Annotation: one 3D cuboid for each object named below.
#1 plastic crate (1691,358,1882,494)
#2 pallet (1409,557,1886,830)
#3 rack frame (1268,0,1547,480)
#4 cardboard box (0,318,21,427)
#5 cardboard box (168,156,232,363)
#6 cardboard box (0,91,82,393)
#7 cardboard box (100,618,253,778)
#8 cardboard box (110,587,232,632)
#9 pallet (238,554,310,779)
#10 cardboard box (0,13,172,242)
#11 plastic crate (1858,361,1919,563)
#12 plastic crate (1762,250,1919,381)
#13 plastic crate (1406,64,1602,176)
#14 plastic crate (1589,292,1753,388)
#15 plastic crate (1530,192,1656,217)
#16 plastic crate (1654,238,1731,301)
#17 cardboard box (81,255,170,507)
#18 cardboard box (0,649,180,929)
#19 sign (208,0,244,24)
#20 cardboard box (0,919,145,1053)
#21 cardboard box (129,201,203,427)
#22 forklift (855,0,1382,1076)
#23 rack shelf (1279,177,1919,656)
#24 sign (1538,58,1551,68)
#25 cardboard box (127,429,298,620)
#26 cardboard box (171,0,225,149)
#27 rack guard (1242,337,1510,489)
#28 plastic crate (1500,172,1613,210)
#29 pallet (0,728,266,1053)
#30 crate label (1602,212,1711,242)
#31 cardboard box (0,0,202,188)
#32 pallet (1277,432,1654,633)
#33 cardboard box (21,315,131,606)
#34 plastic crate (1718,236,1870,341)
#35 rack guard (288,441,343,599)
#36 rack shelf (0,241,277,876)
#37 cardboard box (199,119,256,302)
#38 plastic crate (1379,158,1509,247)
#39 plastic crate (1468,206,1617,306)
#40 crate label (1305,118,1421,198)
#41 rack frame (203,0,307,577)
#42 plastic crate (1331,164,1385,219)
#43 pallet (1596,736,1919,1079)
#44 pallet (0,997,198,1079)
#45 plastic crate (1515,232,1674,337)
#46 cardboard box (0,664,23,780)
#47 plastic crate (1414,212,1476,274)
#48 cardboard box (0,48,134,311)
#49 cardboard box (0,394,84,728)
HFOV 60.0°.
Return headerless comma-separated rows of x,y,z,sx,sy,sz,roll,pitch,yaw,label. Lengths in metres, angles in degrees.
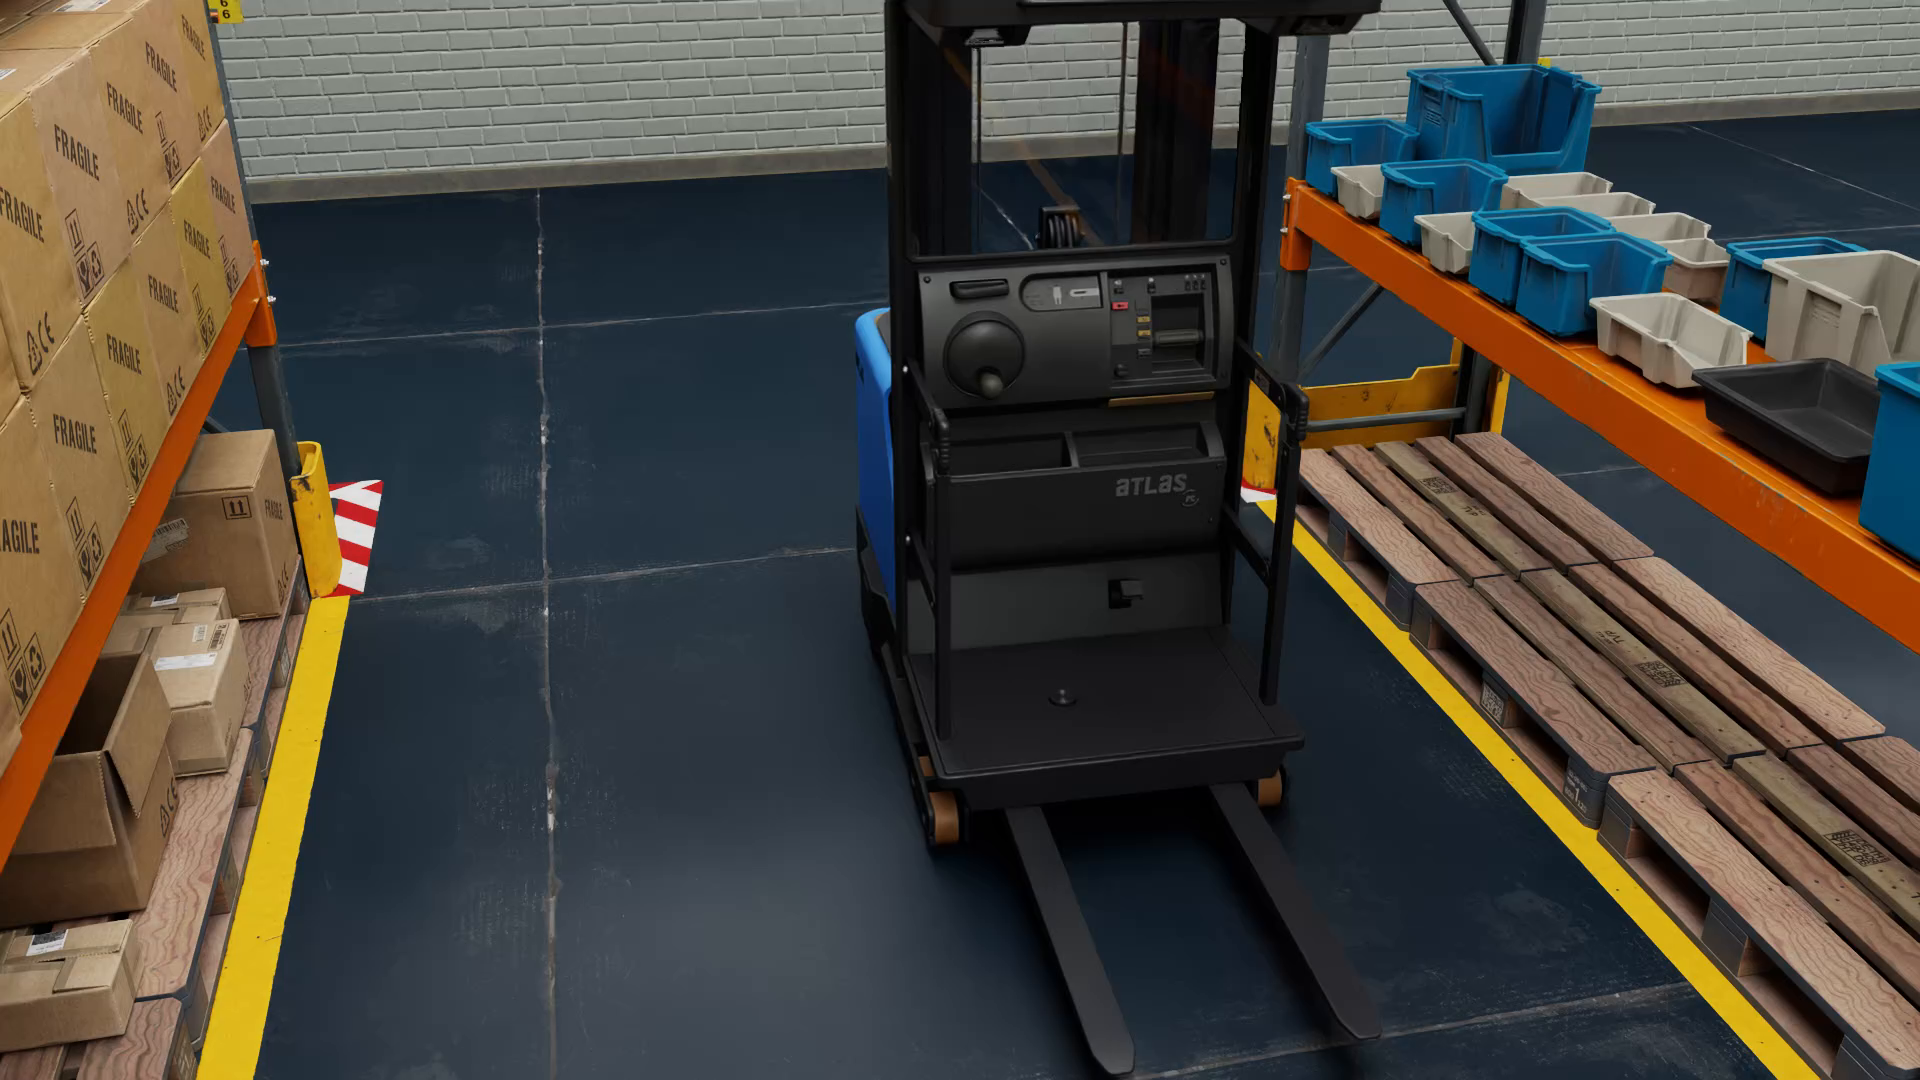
2.211,-0.289,4.233,0.437,0.125,0.590,-6,27,-12,plastic crate
2.243,0.468,5.588,1.003,0.211,1.213,-6,27,-12,pallet
1.823,-1.677,6.744,1.000,3.000,0.127,-6,27,-12,rack frame
-2.051,-0.373,2.939,0.500,0.500,0.500,-7,28,-13,cardboard box
-2.517,-0.824,4.943,0.500,0.500,0.500,-6,27,-11,cardboard box
-2.166,-0.598,3.386,0.500,0.500,0.500,-7,28,-13,cardboard box
-2.456,0.489,5.015,0.500,0.250,0.500,-6,27,-12,cardboard box
-2.637,0.293,5.496,0.380,0.166,0.250,-6,27,-12,cardboard box
-2.806,0.453,5.620,1.003,0.211,1.213,-6,27,-12,pallet
-2.399,-1.050,4.282,0.500,0.500,0.500,-5,27,-10,cardboard box
2.287,-0.111,3.592,0.392,0.384,0.575,-6,27,-12,plastic crate
2.560,-0.584,4.643,0.437,0.282,0.530,-6,27,-12,plastic crate
2.081,-1.592,6.469,0.616,0.435,0.499,-6,27,-12,plastic crate
2.040,-0.564,4.765,0.293,0.136,0.466,-6,27,-12,plastic crate
2.235,-1.118,5.862,0.396,0.136,0.243,-6,27,-12,plastic crate
2.406,-0.870,5.371,0.298,0.136,0.250,-6,27,-12,plastic crate
-2.296,-0.383,4.069,0.500,0.500,0.500,-6,27,-12,cardboard box
-2.530,0.674,4.368,0.797,0.503,0.637,-6,27,-12,cardboard box
-2.458,-1.881,5.513,0.100,0.325,0.005,-6,27,-12,sign
-2.190,1.064,3.970,0.380,0.166,0.250,-6,27,-12,cardboard box
-2.410,-0.604,4.508,0.500,0.500,0.500,-6,27,-11,cardboard box
0.386,-0.579,4.644,1.130,2.935,3.031,-5,27,-10,forklift
2.274,-0.478,5.166,1.077,0.370,4.000,-6,27,-12,rack shelf
2.356,-1.813,6.832,0.100,0.325,0.005,-6,27,-12,sign
-2.641,-0.043,5.791,0.500,0.500,0.500,-6,27,-12,cardboard box
-2.635,-1.499,5.171,0.500,0.500,0.500,-6,27,-12,cardboard box
1.805,-0.570,7.325,1.175,0.500,0.348,-6,27,-12,rack guard
2.184,-1.247,6.117,0.396,0.136,0.243,-6,27,-12,plastic crate
-2.534,0.987,4.560,1.003,0.211,1.213,-6,27,-12,pallet
2.321,-0.998,5.624,0.396,0.136,0.243,-6,27,-12,crate label
-2.520,-1.278,4.732,0.500,0.500,0.500,-5,27,-10,cardboard box
1.971,-0.066,6.647,1.003,0.211,1.213,-6,27,-12,pallet
-2.180,-0.160,3.627,0.500,0.500,0.500,-6,27,-12,cardboard box
2.536,-0.754,5.033,0.416,0.233,0.300,-6,27,-12,plastic crate
-2.986,-0.026,6.248,1.175,0.500,0.348,-6,27,-12,rack guard
-2.553,0.023,4.173,1.077,0.370,4.000,-6,27,-12,rack shelf
-2.637,-1.051,5.393,0.500,0.500,0.500,-5,27,-10,cardboard box
1.707,-1.198,5.914,0.416,0.233,0.300,-6,27,-12,plastic crate
1.855,-0.909,5.342,0.416,0.233,0.300,-6,27,-12,plastic crate
1.558,-1.487,6.487,0.416,0.233,0.303,-6,27,-12,crate label
-3.003,-1.176,5.750,1.000,3.000,0.127,-6,27,-12,rack frame
1.550,-1.295,6.213,0.250,0.136,0.298,-6,27,-12,plastic crate
2.521,1.005,4.525,1.003,0.211,1.213,-6,27,-12,pallet
-2.256,1.524,3.497,1.003,0.211,1.213,-6,27,-12,pallet
1.923,-0.778,5.081,0.416,0.233,0.300,-6,27,-12,plastic crate
-1.951,0.284,2.747,0.500,0.500,0.500,-5,27,-10,cardboard box
1.703,-0.997,5.623,0.250,0.136,0.298,-6,27,-12,plastic crate
-2.283,-0.825,3.835,0.500,0.500,0.500,-5,27,-10,cardboard box
-2.070,0.060,3.192,0.500,0.500,0.500,-5,27,-11,cardboard box
